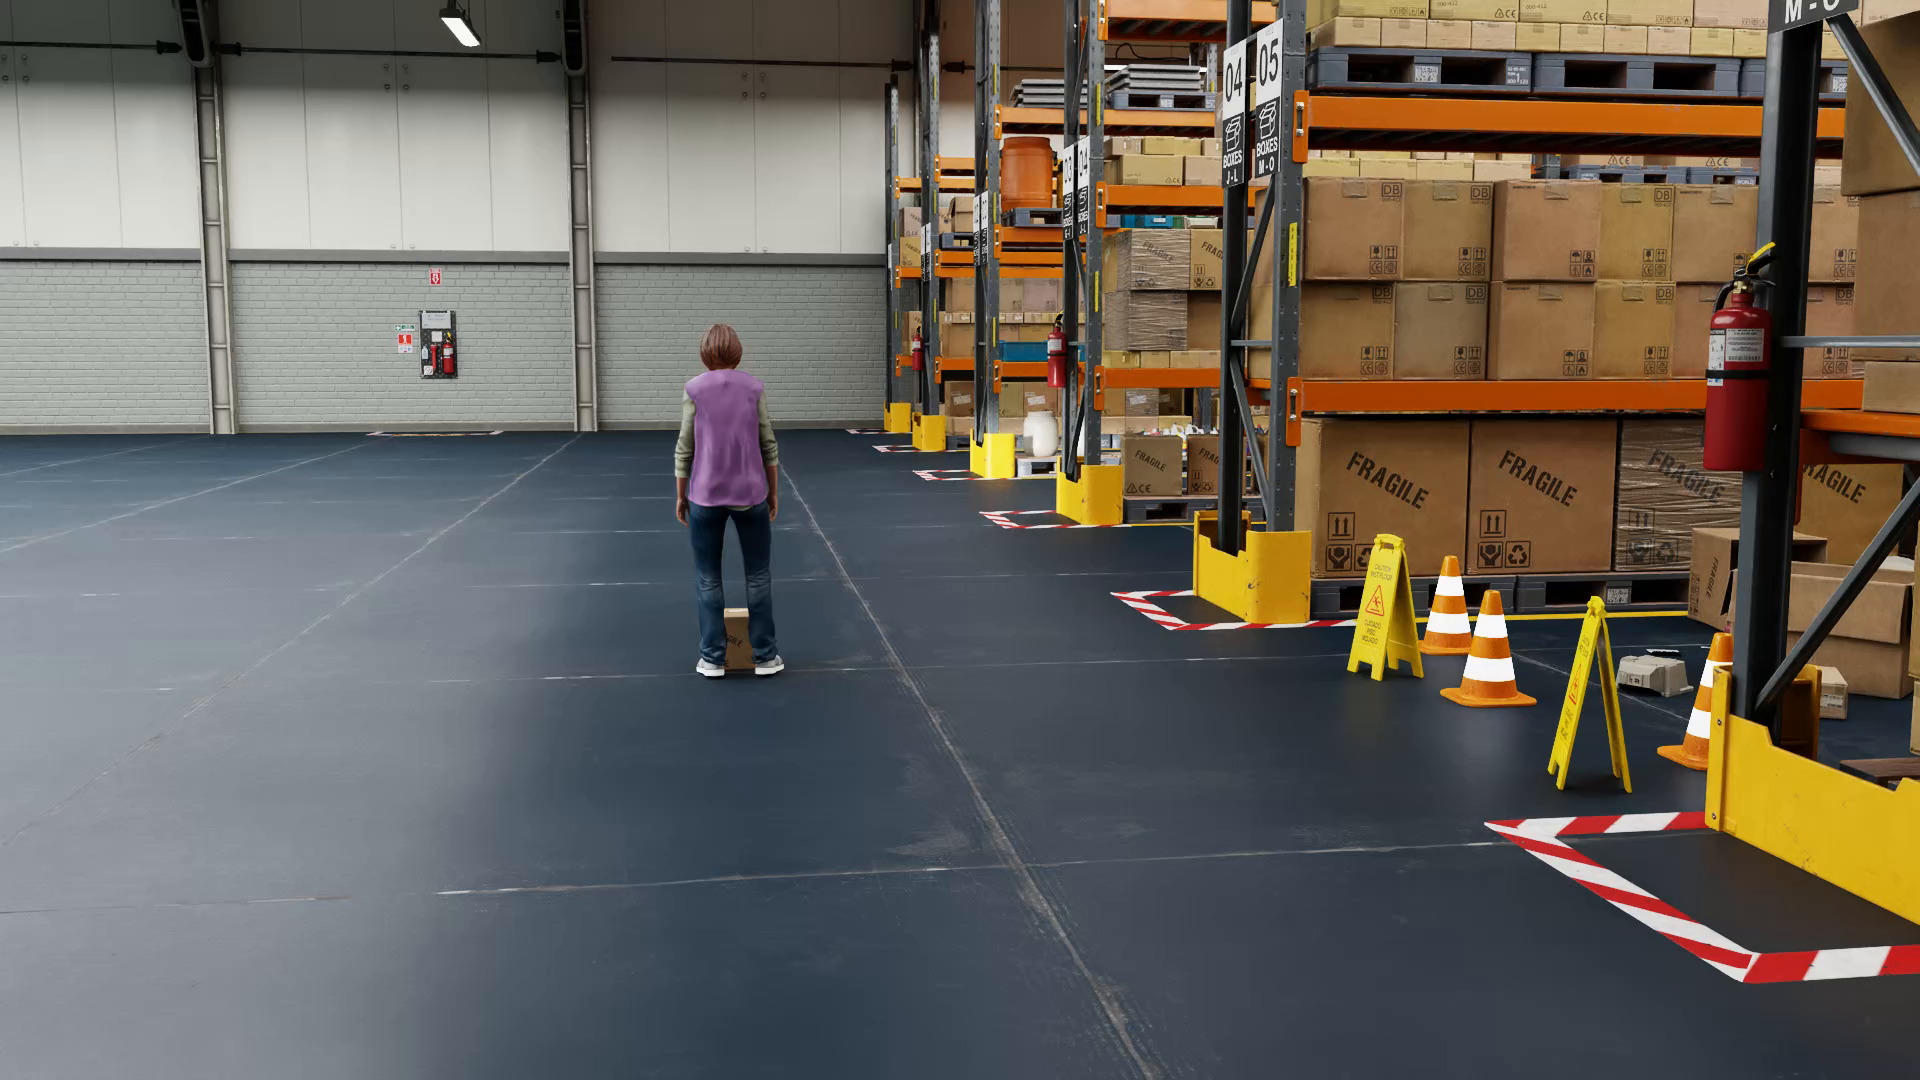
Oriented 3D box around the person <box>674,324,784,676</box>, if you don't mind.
[{"bbox_3d":[-1.042,-0.168,7.508,0.485,1.582,0.341,-1,7,-12],"label":"person"}]
